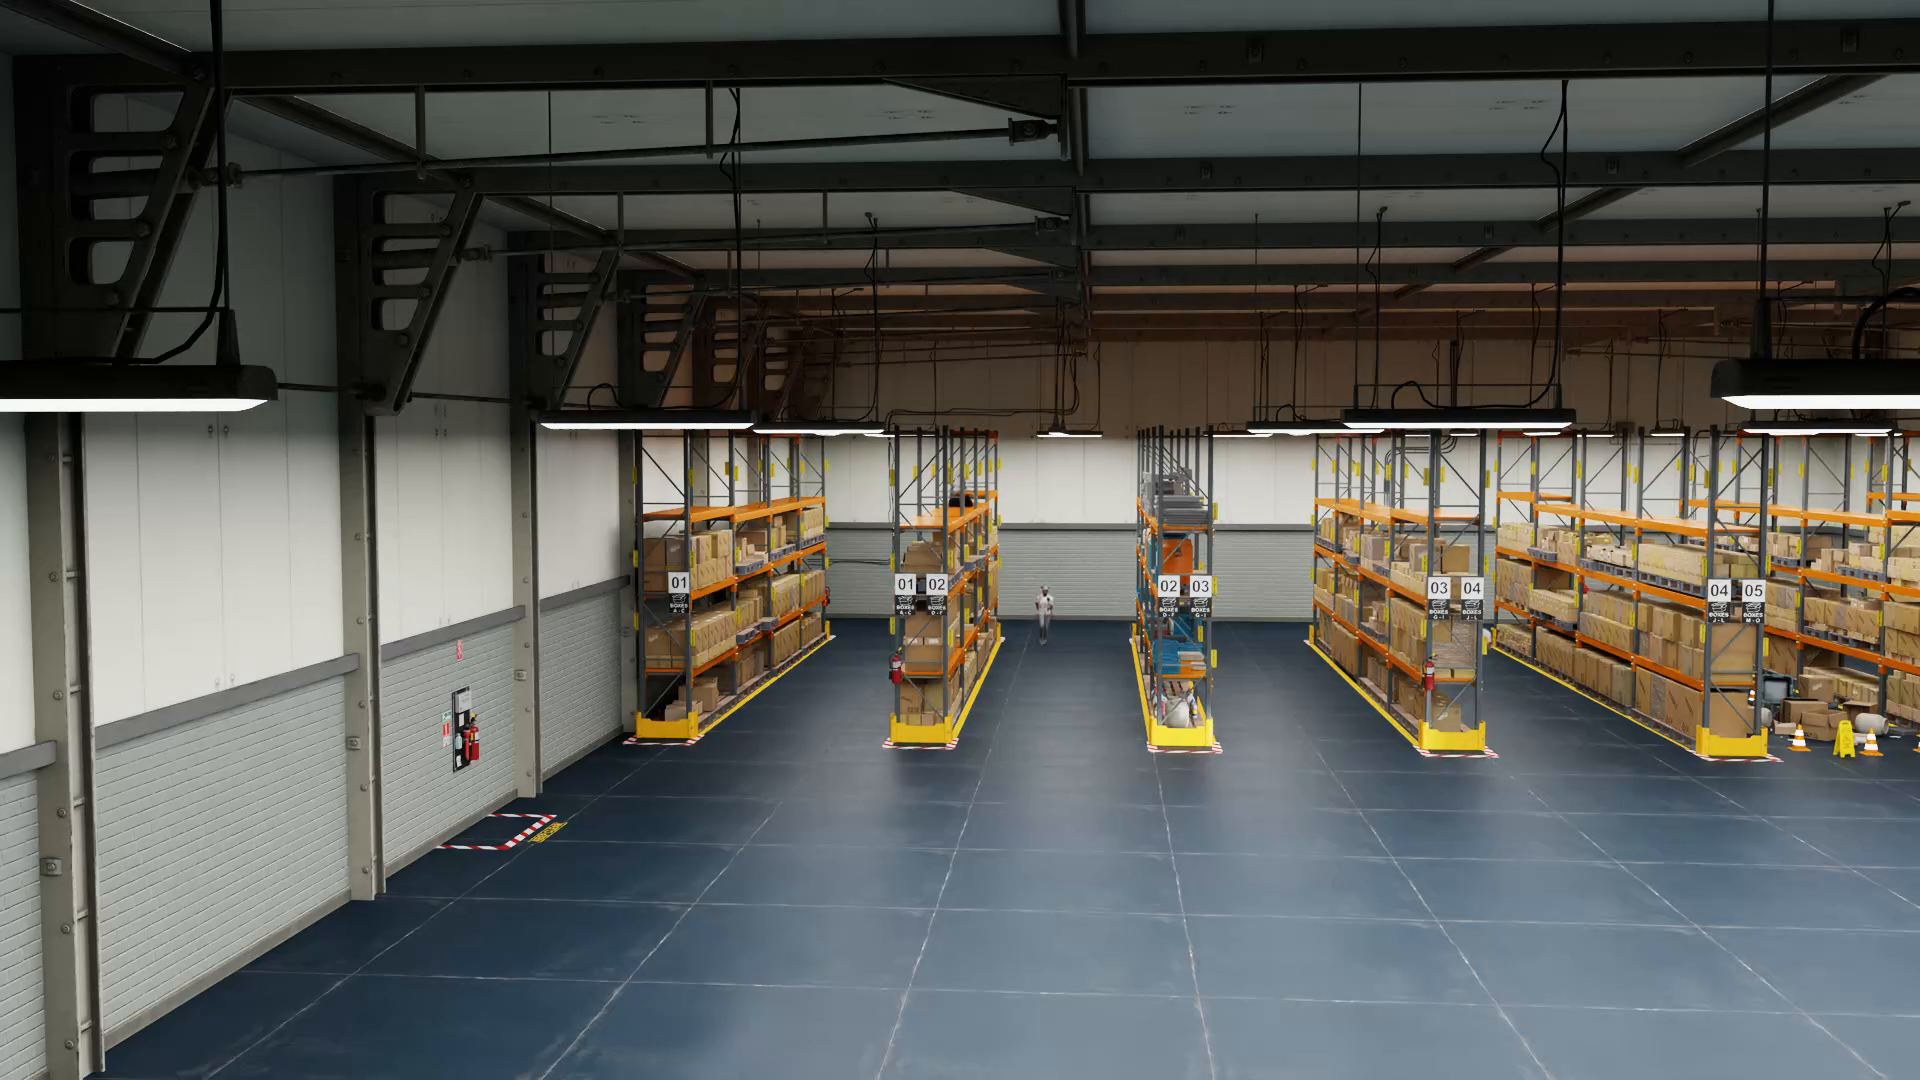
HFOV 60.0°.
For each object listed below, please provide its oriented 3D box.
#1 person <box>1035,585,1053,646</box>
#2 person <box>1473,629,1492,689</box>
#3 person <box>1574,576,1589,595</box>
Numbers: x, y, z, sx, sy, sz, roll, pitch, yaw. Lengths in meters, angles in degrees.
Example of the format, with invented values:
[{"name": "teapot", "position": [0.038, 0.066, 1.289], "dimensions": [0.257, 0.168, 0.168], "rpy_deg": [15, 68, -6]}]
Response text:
[{"name": "person", "position": [2.370, 2.111, 46.502], "dimensions": [0.475, 1.699, 0.803], "rpy_deg": [0, 3, -5]}, {"name": "person", "position": [11.967, 2.606, 38.671], "dimensions": [0.712, 1.598, 1.133], "rpy_deg": [0, 3, 8]}, {"name": "person", "position": [18.464, 1.923, 49.322], "dimensions": [0.772, 1.747, 0.663], "rpy_deg": [-1, 4, -13]}]
